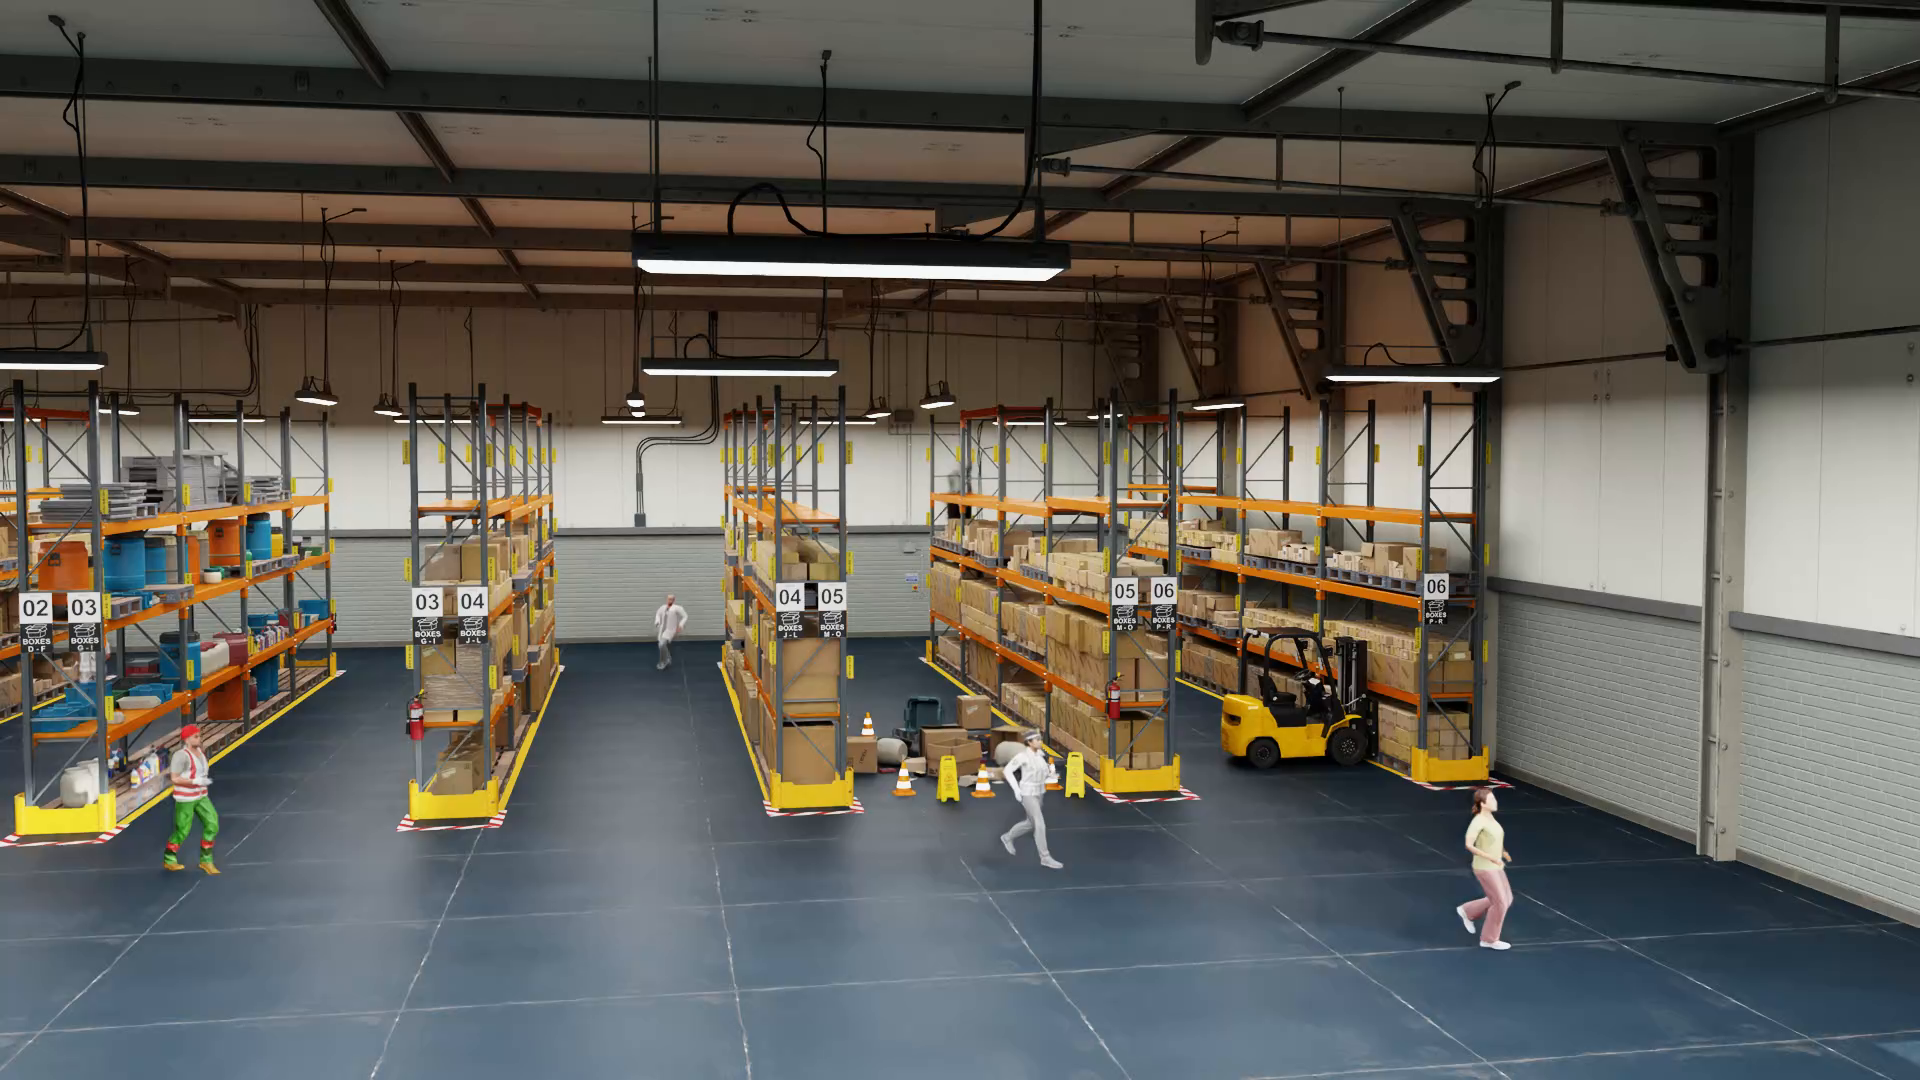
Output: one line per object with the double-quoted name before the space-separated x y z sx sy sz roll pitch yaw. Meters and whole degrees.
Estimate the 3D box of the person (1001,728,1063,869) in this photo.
"person" 0.858 3.108 20.247 0.907 1.677 0.612 2 4 35

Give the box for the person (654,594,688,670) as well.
"person" -6.830 2.167 39.044 0.772 1.784 0.718 2 3 29

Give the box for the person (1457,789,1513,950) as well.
"person" 5.322 3.329 16.922 0.579 1.618 0.578 2 4 38

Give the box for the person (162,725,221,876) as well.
"person" -9.160 3.115 19.782 0.783 1.839 0.635 1 3 16

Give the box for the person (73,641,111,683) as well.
"person" -16.403 2.521 31.431 0.659 1.832 0.758 -1 3 -20
